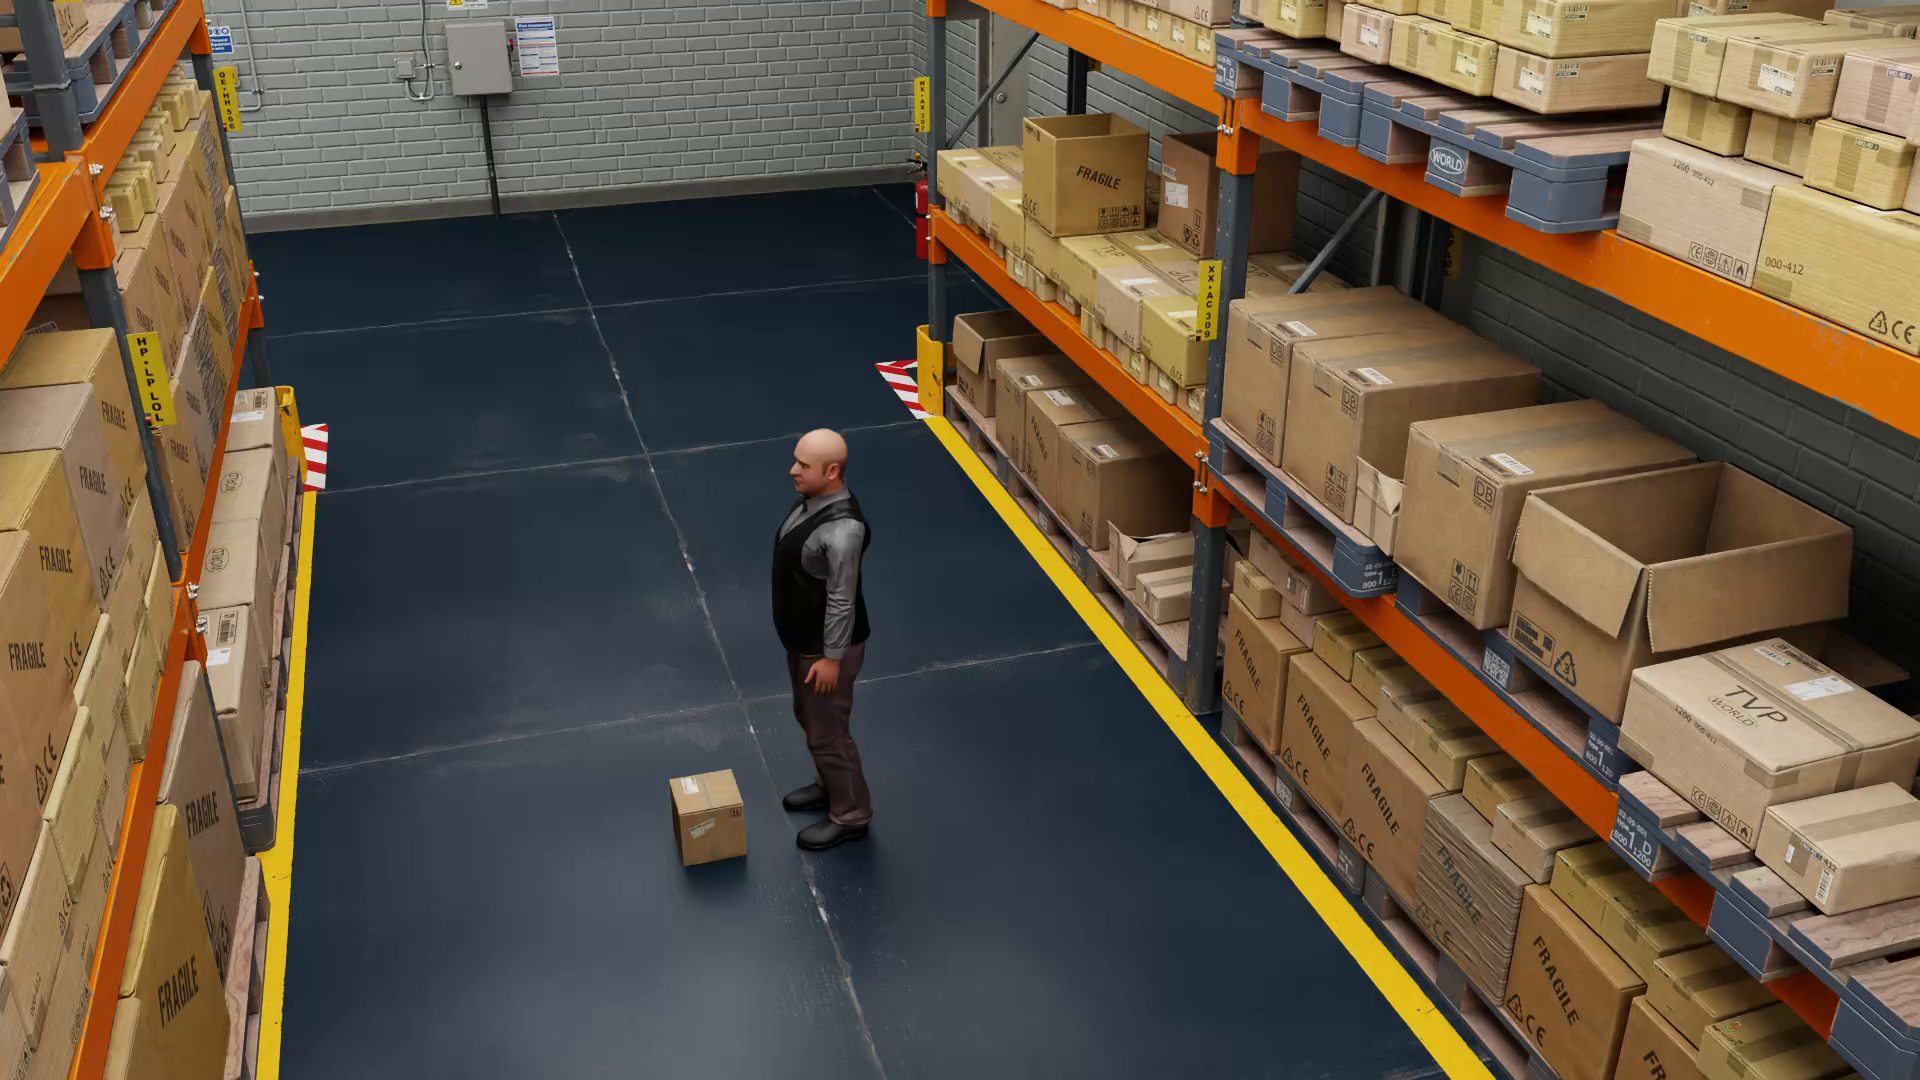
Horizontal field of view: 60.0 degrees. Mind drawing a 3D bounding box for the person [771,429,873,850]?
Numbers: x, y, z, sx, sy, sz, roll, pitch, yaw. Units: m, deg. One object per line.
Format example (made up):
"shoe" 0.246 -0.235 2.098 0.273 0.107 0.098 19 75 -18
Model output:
"person" -0.530 0.381 6.373 0.359 1.719 0.531 -7 27 -15
